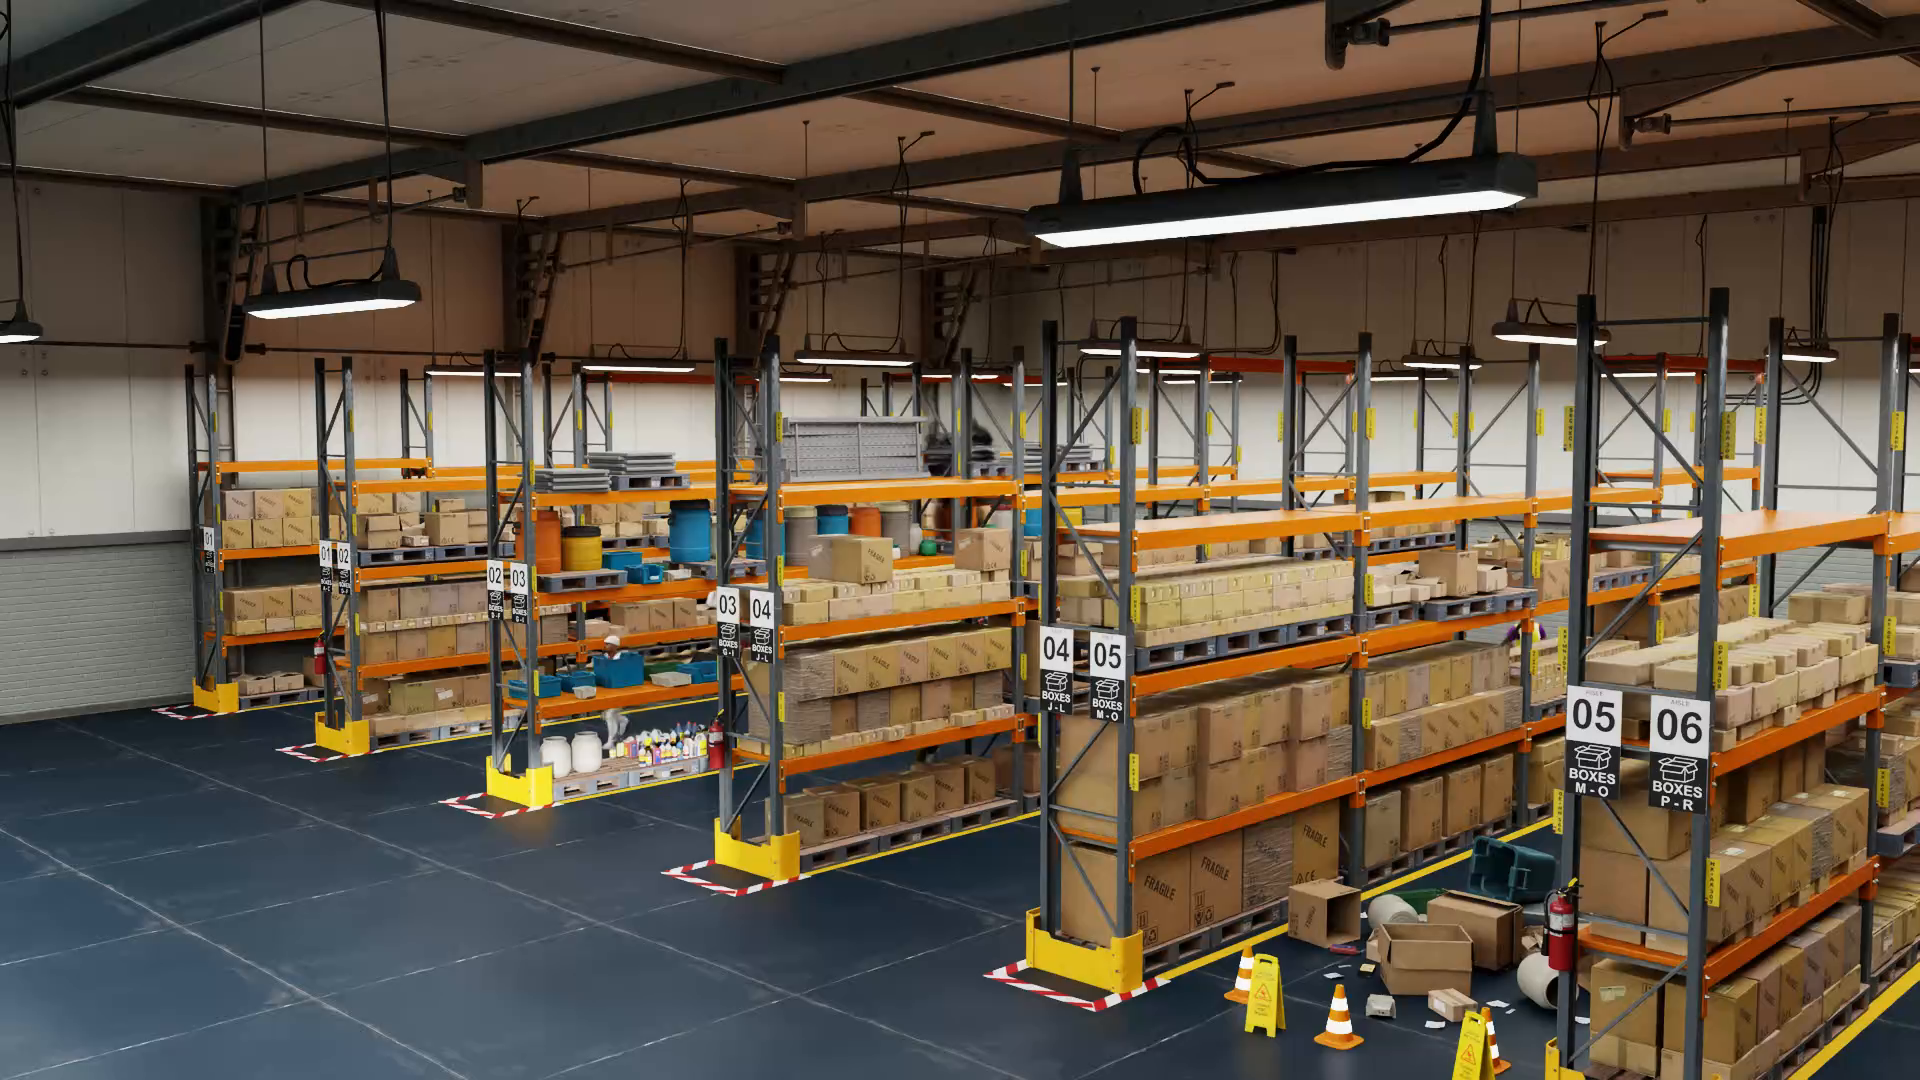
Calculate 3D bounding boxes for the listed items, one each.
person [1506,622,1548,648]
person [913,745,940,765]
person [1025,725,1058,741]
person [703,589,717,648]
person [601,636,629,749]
[{"bbox_3d":[10.126,2.060,29.522,0.701,1.688,0.548,0,4,-6],"label":"person"},{"bbox_3d":[-0.526,2.422,23.848,0.698,1.804,0.981,3,5,30],"label":"person"},{"bbox_3d":[1.191,2.474,24.564,0.620,1.614,0.824,4,6,39],"label":"person"},{"bbox_3d":[-4.905,1.671,33.832,0.672,1.820,0.928,3,5,34],"label":"person"},{"bbox_3d":[-5.298,2.339,25.740,0.698,1.741,0.662,3,5,36],"label":"person"}]
